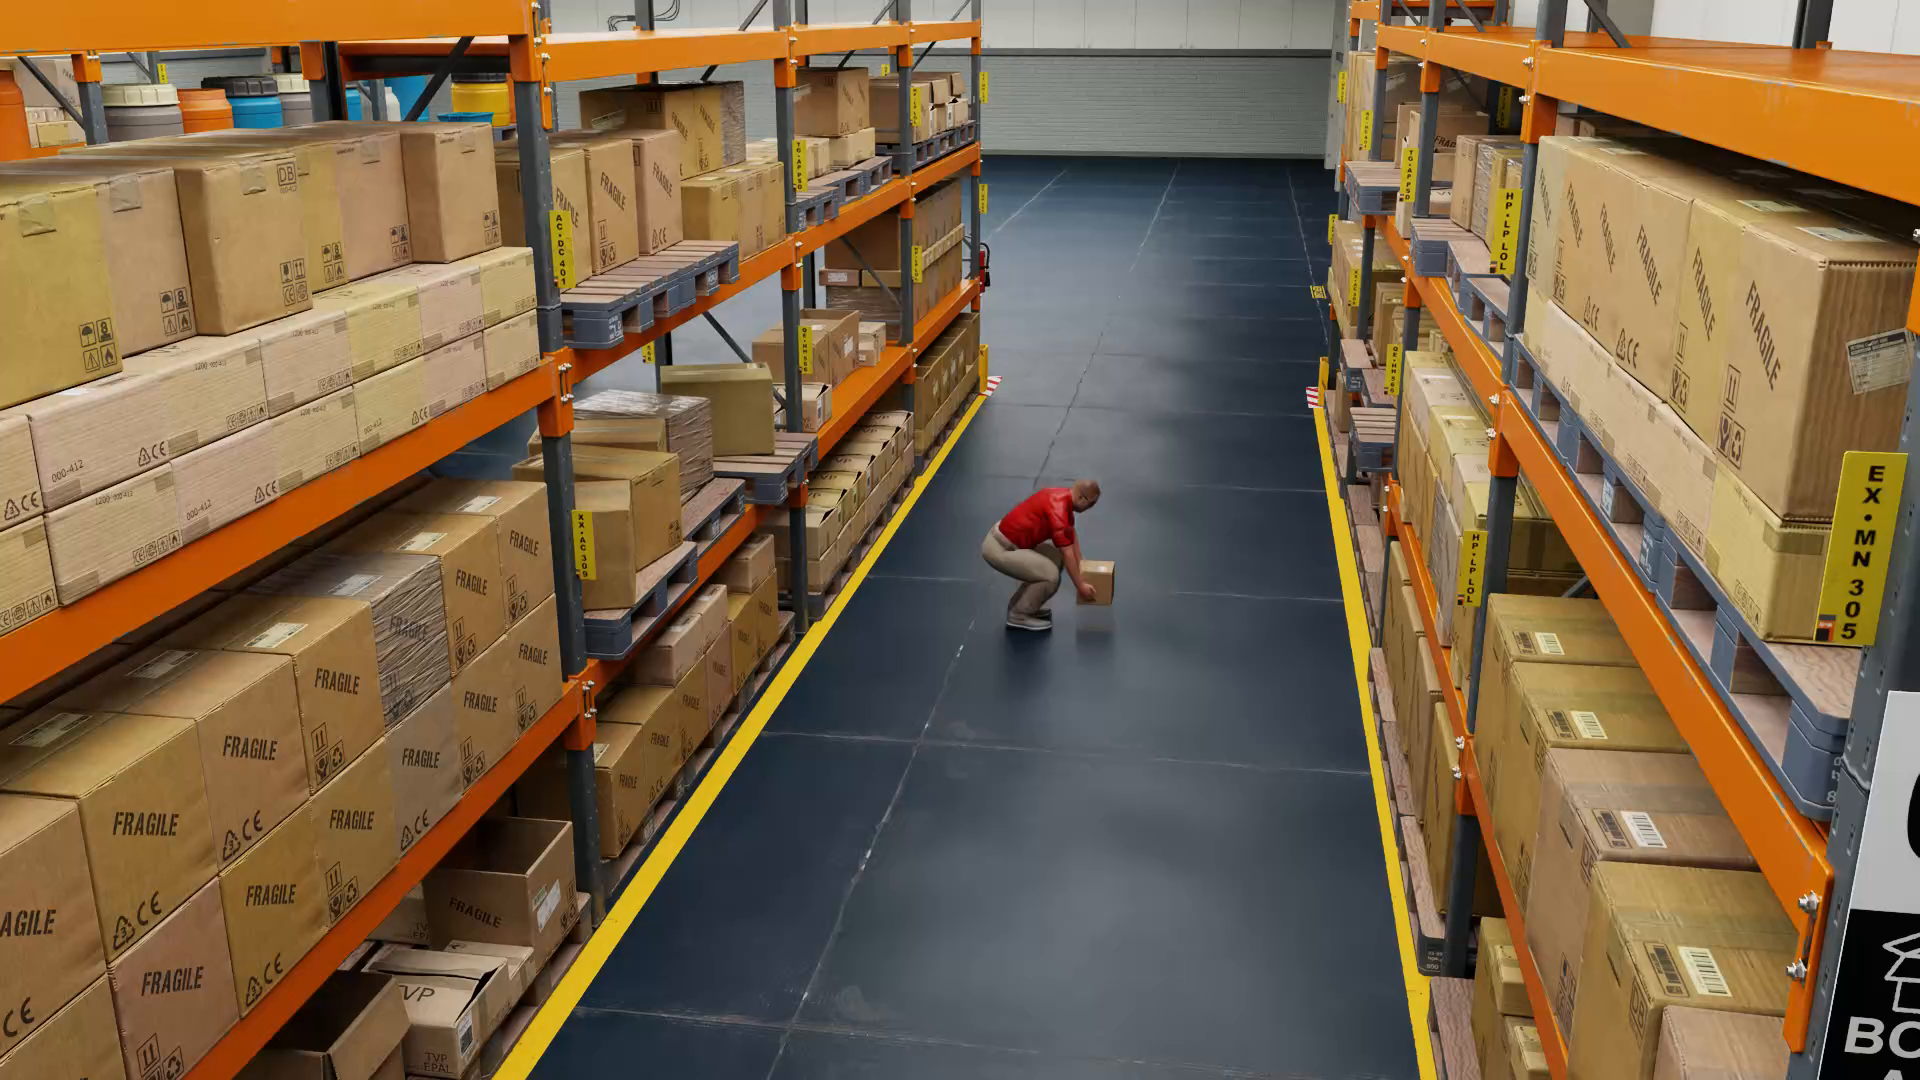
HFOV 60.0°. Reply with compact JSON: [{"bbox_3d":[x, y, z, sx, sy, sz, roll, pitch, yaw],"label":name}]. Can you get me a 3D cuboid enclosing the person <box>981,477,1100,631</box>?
[{"bbox_3d":[0.586,0.071,11.922,0.846,1.085,0.568,3,18,8],"label":"person"}]
